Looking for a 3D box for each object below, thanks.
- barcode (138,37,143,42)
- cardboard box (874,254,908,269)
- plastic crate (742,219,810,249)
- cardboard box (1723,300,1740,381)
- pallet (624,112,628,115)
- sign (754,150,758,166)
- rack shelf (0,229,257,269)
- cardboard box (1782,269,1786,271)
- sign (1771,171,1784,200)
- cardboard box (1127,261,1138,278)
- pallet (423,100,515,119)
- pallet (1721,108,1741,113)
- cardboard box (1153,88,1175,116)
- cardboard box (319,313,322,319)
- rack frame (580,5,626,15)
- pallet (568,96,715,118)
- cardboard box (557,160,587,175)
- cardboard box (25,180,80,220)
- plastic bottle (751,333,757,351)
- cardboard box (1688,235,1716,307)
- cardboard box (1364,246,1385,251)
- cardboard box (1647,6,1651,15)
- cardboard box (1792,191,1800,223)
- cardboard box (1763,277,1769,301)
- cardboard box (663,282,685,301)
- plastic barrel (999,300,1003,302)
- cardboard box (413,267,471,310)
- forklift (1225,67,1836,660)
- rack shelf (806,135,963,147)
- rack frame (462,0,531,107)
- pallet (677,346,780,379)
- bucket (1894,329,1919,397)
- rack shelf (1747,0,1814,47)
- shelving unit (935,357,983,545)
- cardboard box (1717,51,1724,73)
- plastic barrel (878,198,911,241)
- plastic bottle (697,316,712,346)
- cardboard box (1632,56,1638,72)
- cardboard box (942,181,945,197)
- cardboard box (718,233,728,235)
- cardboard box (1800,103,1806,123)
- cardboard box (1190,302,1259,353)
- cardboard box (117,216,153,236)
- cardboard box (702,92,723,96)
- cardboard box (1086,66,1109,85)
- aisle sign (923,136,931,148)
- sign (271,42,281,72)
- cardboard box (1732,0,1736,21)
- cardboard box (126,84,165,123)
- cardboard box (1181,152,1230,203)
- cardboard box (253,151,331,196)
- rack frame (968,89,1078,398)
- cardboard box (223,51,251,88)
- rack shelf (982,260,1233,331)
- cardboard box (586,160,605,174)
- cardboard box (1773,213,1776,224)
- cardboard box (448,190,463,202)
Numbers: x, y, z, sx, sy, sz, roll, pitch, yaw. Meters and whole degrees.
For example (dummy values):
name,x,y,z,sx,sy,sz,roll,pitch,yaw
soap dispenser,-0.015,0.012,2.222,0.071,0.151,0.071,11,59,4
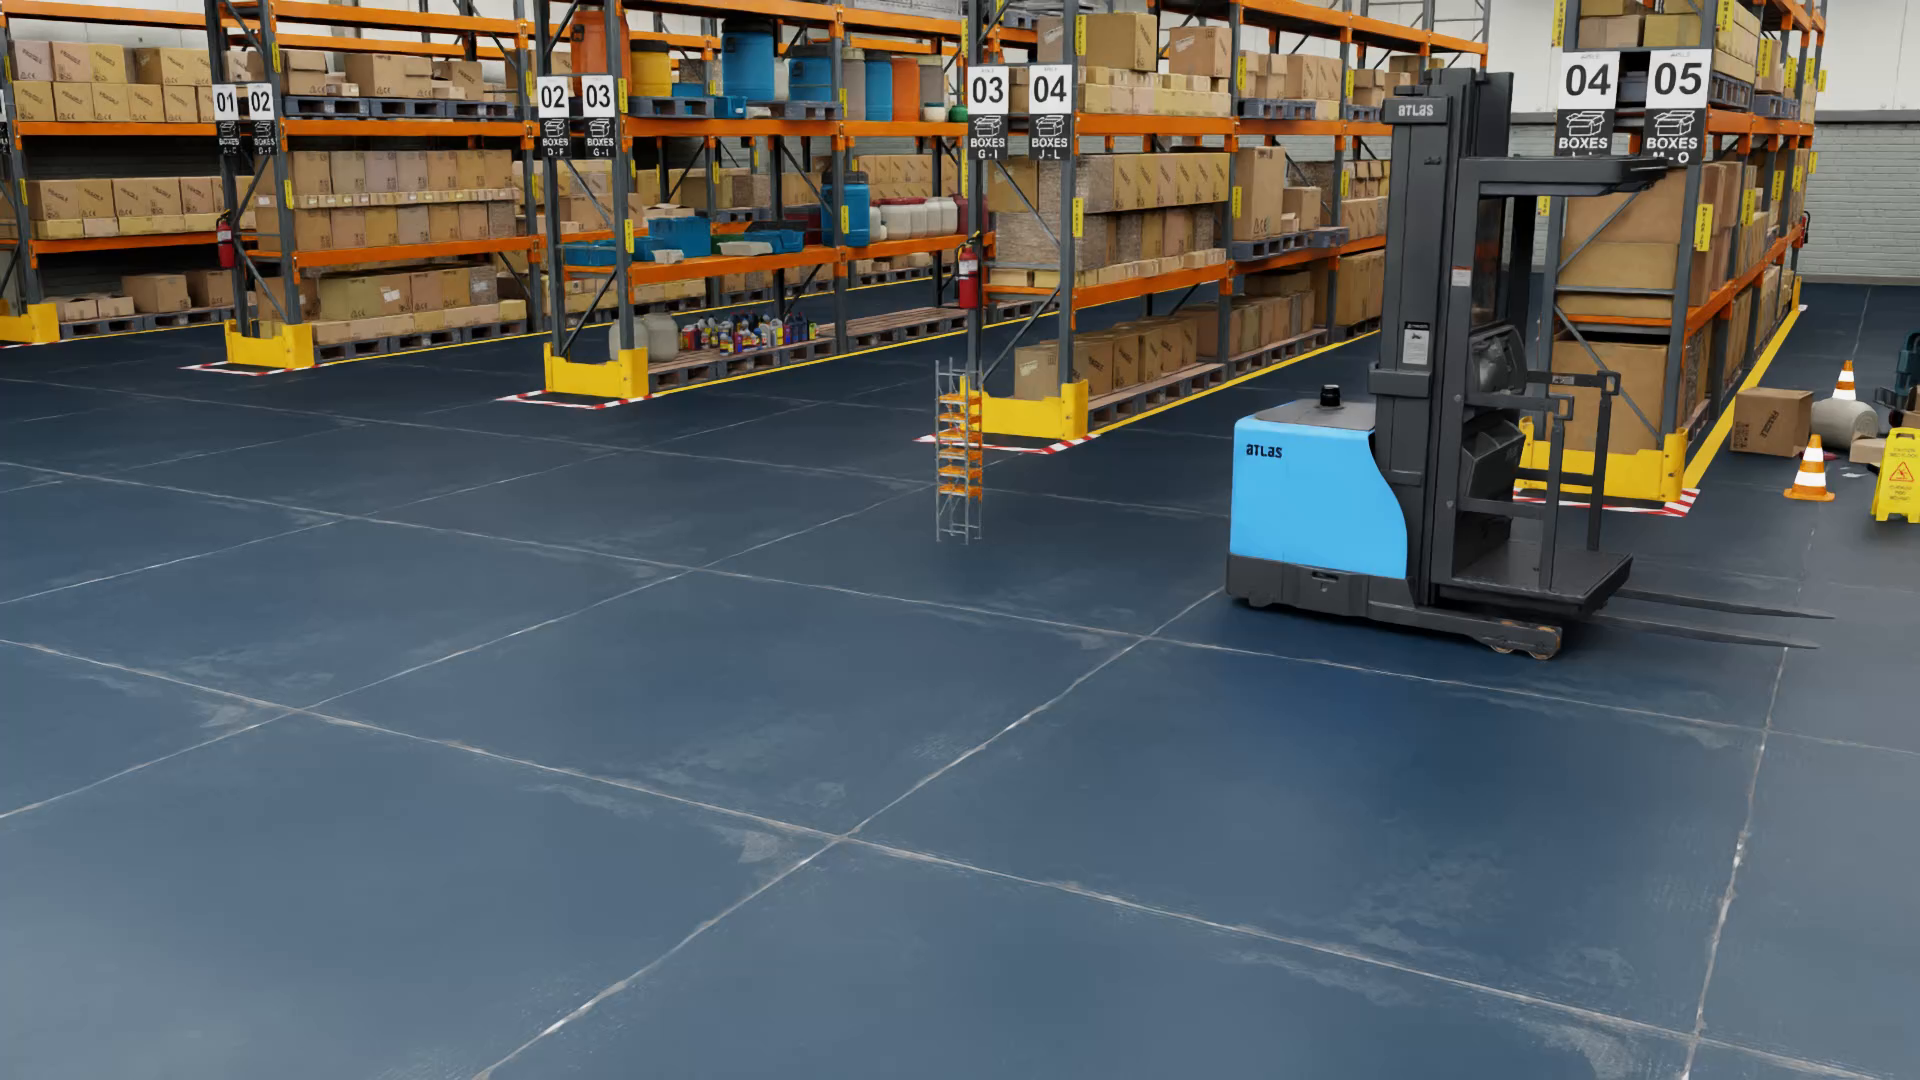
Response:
name,x,y,z,sx,sy,sz,roll,pitch,yaw
barcode,-11.588,-7.070,23.507,0.001,0.075,0.075,7,15,28
cardboard box,-1.430,-5.392,31.388,0.797,0.503,0.637,7,15,28
plastic crate,-2.232,-3.679,20.028,0.767,0.338,0.504,7,15,28
cardboard box,7.453,-2.104,17.266,1.050,0.750,0.750,7,15,28
pallet,-5.056,-6.173,24.239,1.003,0.211,1.213,8,16,31
sign,-4.270,-8.001,34.844,0.100,0.325,0.005,7,15,28
rack shelf,-11.507,-4.165,23.445,1.077,0.370,4.000,7,15,28
cardboard box,12.357,-4.046,25.333,0.380,0.149,0.250,8,16,29
sign,9.183,-3.980,18.672,0.100,0.325,0.005,7,15,28
cardboard box,1.480,-2.587,15.901,0.380,0.149,0.250,7,15,28
pallet,-6.591,-5.602,21.658,1.003,0.211,1.213,7,15,28
pallet,7.162,-4.218,16.136,0.805,0.209,1.217,7,15,26
cardboard box,1.728,-4.191,15.936,0.500,0.250,0.500,8,16,30
cardboard box,-7.903,-2.659,20.633,0.500,0.250,0.500,7,15,28
rack frame,-6.672,-9.483,31.167,1.000,3.000,0.127,7,15,28
pallet,-3.315,-4.507,17.331,1.003,0.211,1.213,7,15,28
cardboard box,-7.176,-6.801,30.351,0.500,0.250,0.500,8,16,29
cardboard box,-11.980,-4.470,21.851,0.500,0.500,0.500,7,15,28
plastic bottle,-2.390,-2.283,19.136,0.097,0.201,0.097,0,14,0
cardboard box,5.595,-2.208,13.473,0.875,0.550,0.550,7,15,28
cardboard box,5.613,-3.737,23.772,1.225,0.875,0.875,7,15,26
cardboard box,5.309,-4.183,13.309,0.380,0.149,0.250,7,15,27
cardboard box,11.597,-4.768,23.562,0.500,0.500,0.500,7,15,27
cardboard box,9.486,-3.051,20.126,0.500,0.250,0.500,7,15,27
cardboard box,-4.555,-3.811,25.412,0.500,0.250,0.500,7,15,27
plastic barrel,0.483,-3.846,25.000,0.421,0.512,0.421,0,14,0
cardboard box,-6.725,-3.272,21.578,0.500,0.500,0.500,7,15,28
forklift,3.026,-0.955,8.740,3.031,2.935,1.130,9,16,32
rack shelf,-1.367,-7.525,30.980,1.077,0.370,4.000,7,15,28
rack frame,-6.202,-7.281,22.034,1.000,3.000,0.127,7,15,28
pallet,-2.817,-2.063,19.139,1.003,0.211,1.213,7,15,28
bucket,8.714,-1.517,14.668,0.620,0.611,0.726,1,9,-42
rack shelf,9.662,-6.262,20.196,1.077,0.370,4.000,7,15,28
shelving unit,-0.007,-0.580,10.881,0.258,1.200,0.189,7,15,28
cardboard box,5.397,-3.513,12.233,0.380,0.149,0.250,8,15,29
plastic barrel,-0.858,-4.191,21.726,0.433,0.535,0.433,0,14,0
plastic bottle,-3.007,-2.446,19.493,0.144,0.351,0.185,8,16,30
cardboard box,5.061,-3.690,12.965,0.380,0.149,0.250,8,15,29
cardboard box,-0.626,-6.646,31.986,0.500,0.500,0.500,8,15,29
cardboard box,-5.231,-6.118,34.450,0.700,0.500,0.500,7,15,28
cardboard box,11.084,-5.750,22.406,0.500,0.250,0.500,8,16,31
cardboard box,3.031,-2.459,19.230,0.700,0.500,0.500,7,15,28
cardboard box,-11.470,-4.317,22.819,0.500,0.250,0.500,7,15,27
cardboard box,-4.086,-6.785,26.165,0.910,0.500,0.500,7,15,28
cardboard box,1.080,-4.072,14.595,0.380,0.149,0.250,8,16,29
aisle sign,-0.625,-8.138,32.841,0.394,0.787,0.004,7,15,28
sign,-7.652,-5.401,18.604,0.100,0.325,0.005,7,15,28
cardboard box,5.636,-4.003,12.561,0.380,0.149,0.250,8,15,29
cardboard box,-11.314,-5.987,22.810,0.500,0.500,0.500,8,16,31
cardboard box,2.492,-3.797,17.403,0.500,0.500,0.500,7,15,28
cardboard box,-7.873,-4.328,19.606,0.700,0.500,0.500,7,15,28
rack frame,0.535,-2.421,14.675,1.000,3.000,0.127,7,15,28
cardboard box,-10.545,-6.794,24.026,0.500,0.500,0.500,6,15,23
rack shelf,1.502,-2.481,16.461,1.077,0.370,4.000,7,15,28
cardboard box,-6.930,-6.905,30.785,0.500,0.250,0.500,8,16,29
cardboard box,10.363,-4.174,21.586,0.380,0.149,0.250,7,15,28
cardboard box,-6.639,-4.440,21.453,0.380,0.149,0.250,7,15,28
